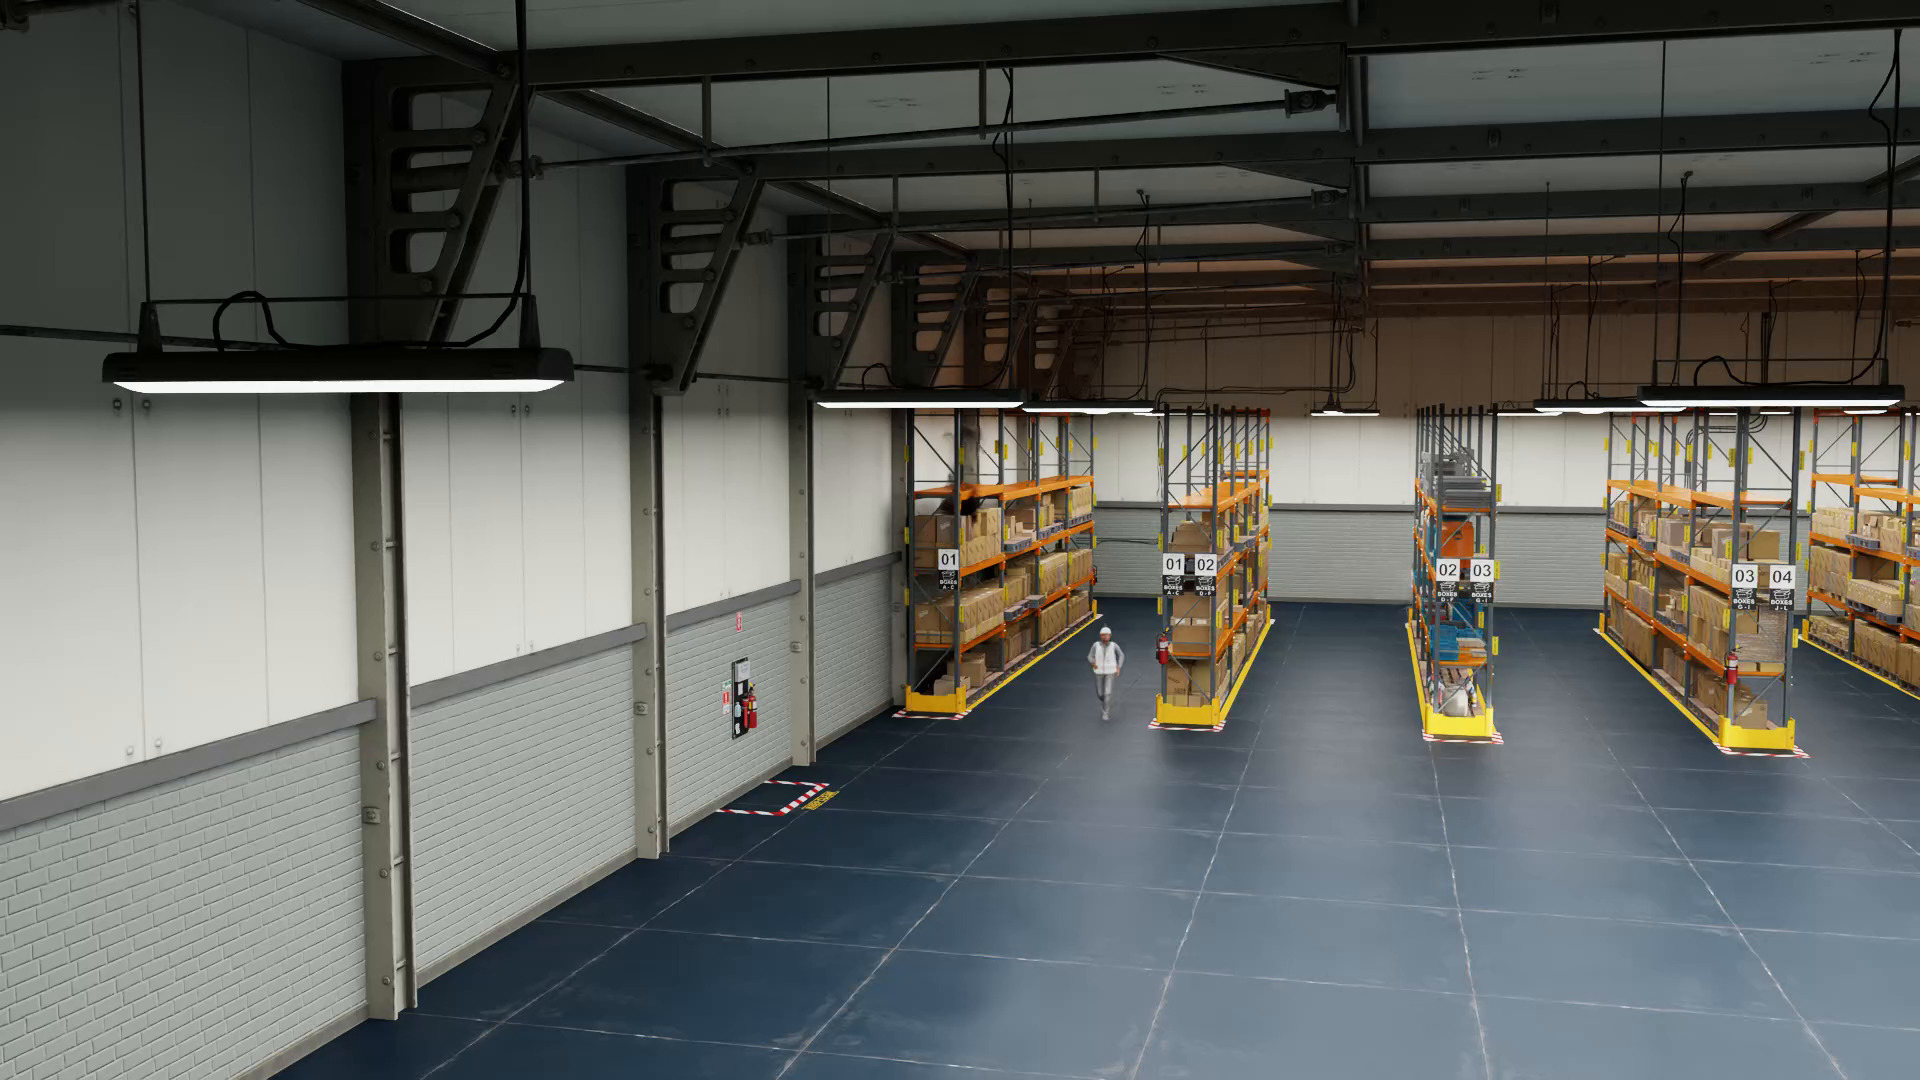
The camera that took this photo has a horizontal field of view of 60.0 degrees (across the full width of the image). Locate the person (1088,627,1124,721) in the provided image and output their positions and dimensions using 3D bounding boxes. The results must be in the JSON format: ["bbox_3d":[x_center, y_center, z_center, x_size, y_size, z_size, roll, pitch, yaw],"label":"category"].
[{"bbox_3d":[2.788,2.544,31.882,0.697,1.766,0.749,1,4,13],"label":"person"}]

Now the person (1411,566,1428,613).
[{"bbox_3d":[13.345,1.439,47.570,0.792,1.702,0.586,2,5,27],"label":"person"}]

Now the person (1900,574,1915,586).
[{"bbox_3d":[24.978,1.657,43.900,0.964,1.755,0.725,1,4,12],"label":"person"}]
